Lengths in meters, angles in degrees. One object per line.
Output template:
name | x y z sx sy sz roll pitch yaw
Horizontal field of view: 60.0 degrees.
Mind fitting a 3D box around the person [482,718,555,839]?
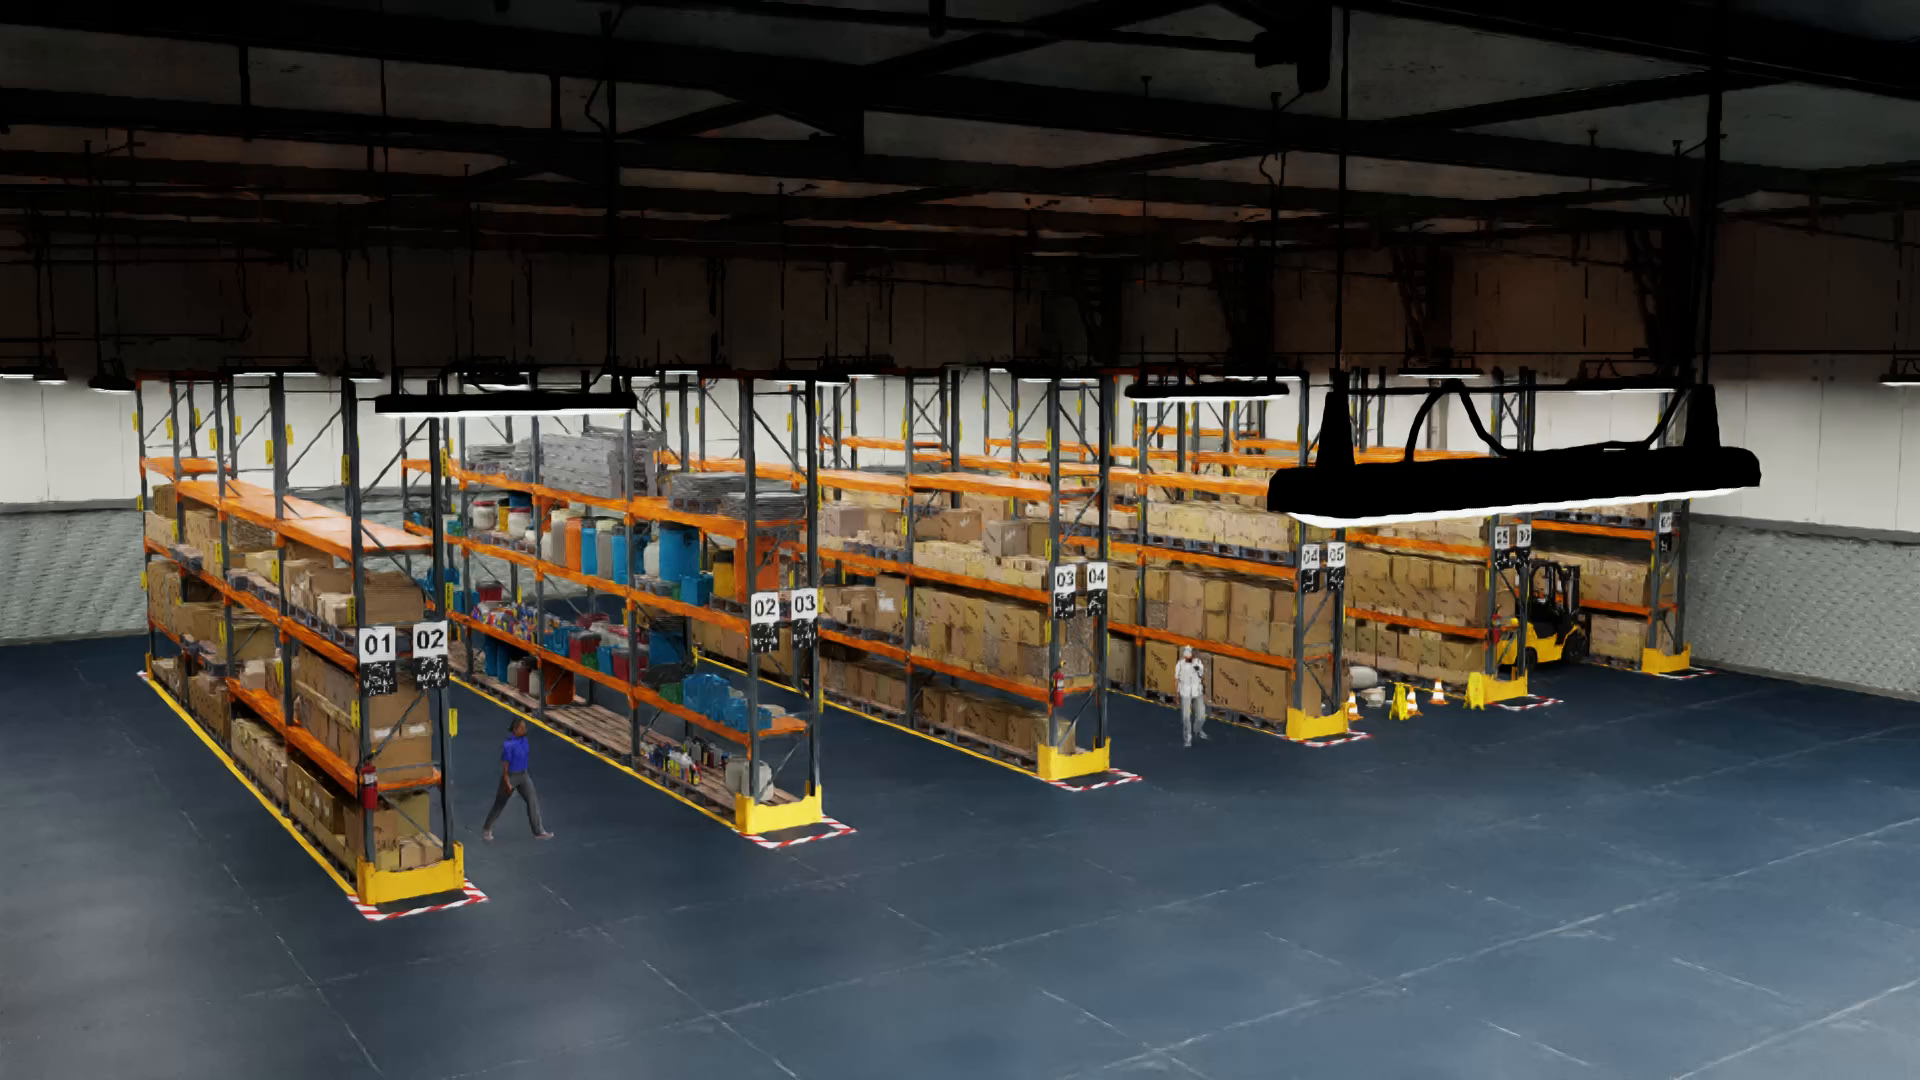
person | -5.775 3.095 21.532 0.914 1.619 0.557 4 7 29

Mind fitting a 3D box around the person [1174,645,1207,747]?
person | 3.733 2.491 26.827 0.558 1.656 0.575 0 6 4
